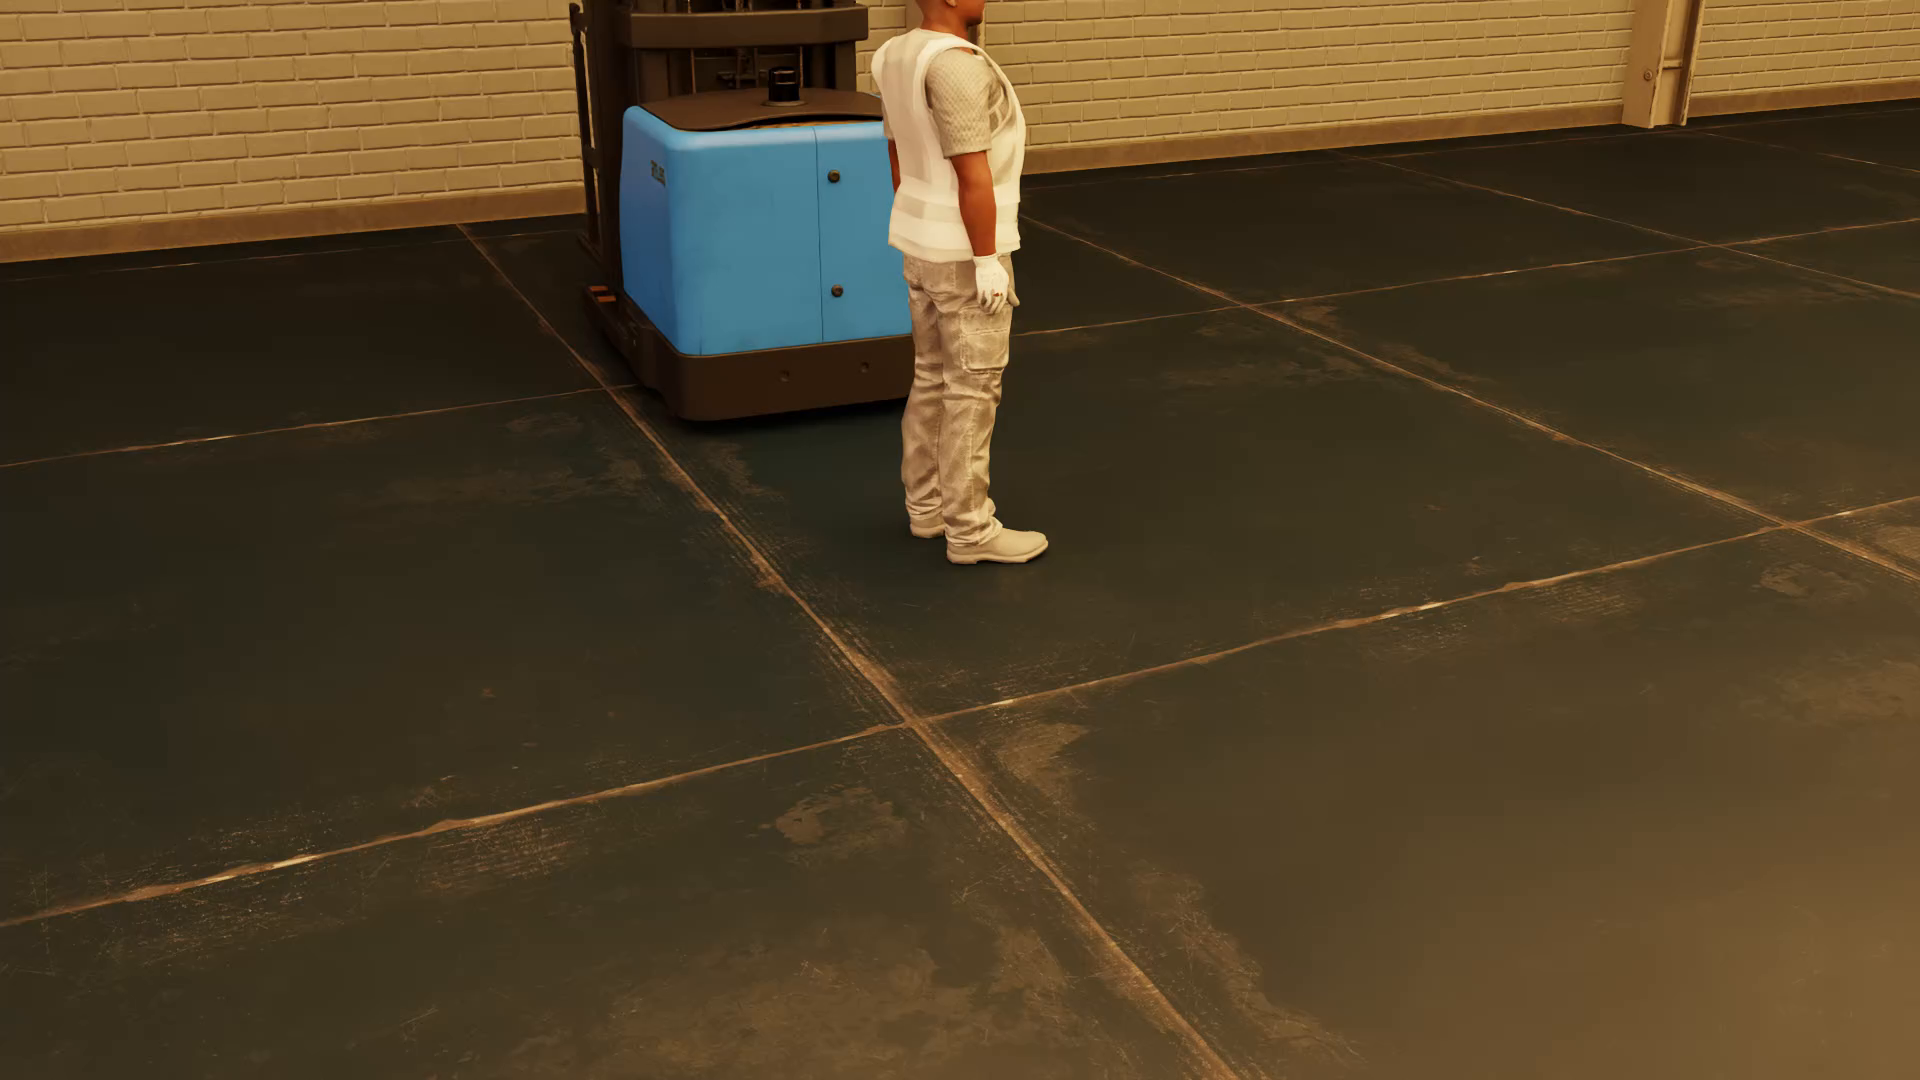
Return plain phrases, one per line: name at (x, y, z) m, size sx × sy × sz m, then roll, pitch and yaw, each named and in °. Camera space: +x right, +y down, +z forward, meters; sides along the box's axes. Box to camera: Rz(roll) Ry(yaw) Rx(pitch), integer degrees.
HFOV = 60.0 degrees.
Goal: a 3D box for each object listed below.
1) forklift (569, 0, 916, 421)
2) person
forklift at (-1.053, -2.312, 6.851) m, size 1.130 × 2.935 × 3.031 m, roll -9°, pitch 24°, yaw -20°
person at (0.001, -0.825, 4.767) m, size 0.387 × 1.789 × 0.543 m, roll -10°, pitch 25°, yaw -23°
